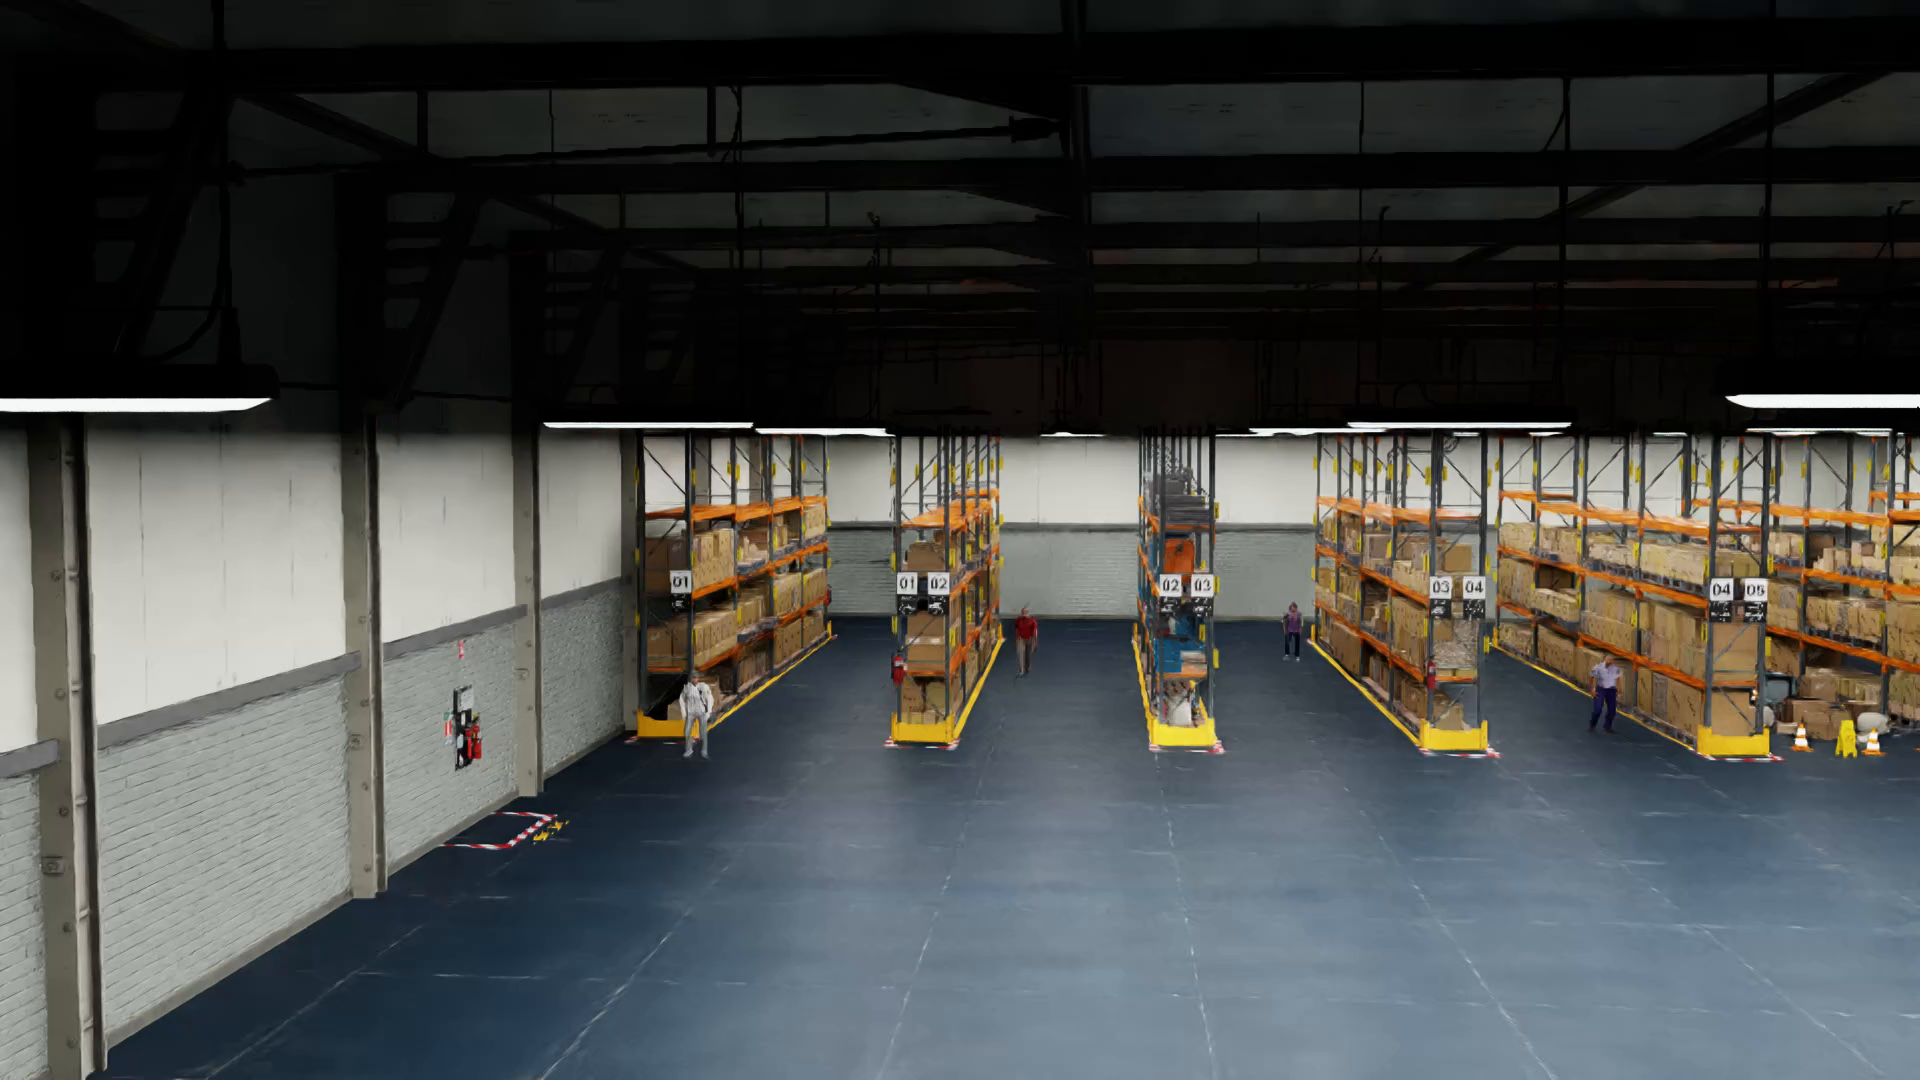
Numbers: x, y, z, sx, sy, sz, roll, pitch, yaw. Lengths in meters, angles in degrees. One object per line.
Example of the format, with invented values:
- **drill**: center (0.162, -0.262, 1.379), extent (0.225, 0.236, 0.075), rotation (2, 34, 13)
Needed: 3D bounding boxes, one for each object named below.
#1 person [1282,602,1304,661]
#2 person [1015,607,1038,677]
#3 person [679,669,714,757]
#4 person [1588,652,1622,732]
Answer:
- **person**: center (8.583, 2.349, 42.897), extent (0.566, 1.540, 0.517), rotation (1, 4, 14)
- **person**: center (1.602, 2.442, 40.133), extent (0.554, 1.666, 1.040), rotation (0, 3, 4)
- **person**: center (-4.733, 3.097, 29.845), extent (0.639, 1.631, 0.494), rotation (0, 3, 3)
- **person**: center (12.563, 2.961, 32.399), extent (0.625, 1.596, 0.517), rotation (0, 3, 3)
